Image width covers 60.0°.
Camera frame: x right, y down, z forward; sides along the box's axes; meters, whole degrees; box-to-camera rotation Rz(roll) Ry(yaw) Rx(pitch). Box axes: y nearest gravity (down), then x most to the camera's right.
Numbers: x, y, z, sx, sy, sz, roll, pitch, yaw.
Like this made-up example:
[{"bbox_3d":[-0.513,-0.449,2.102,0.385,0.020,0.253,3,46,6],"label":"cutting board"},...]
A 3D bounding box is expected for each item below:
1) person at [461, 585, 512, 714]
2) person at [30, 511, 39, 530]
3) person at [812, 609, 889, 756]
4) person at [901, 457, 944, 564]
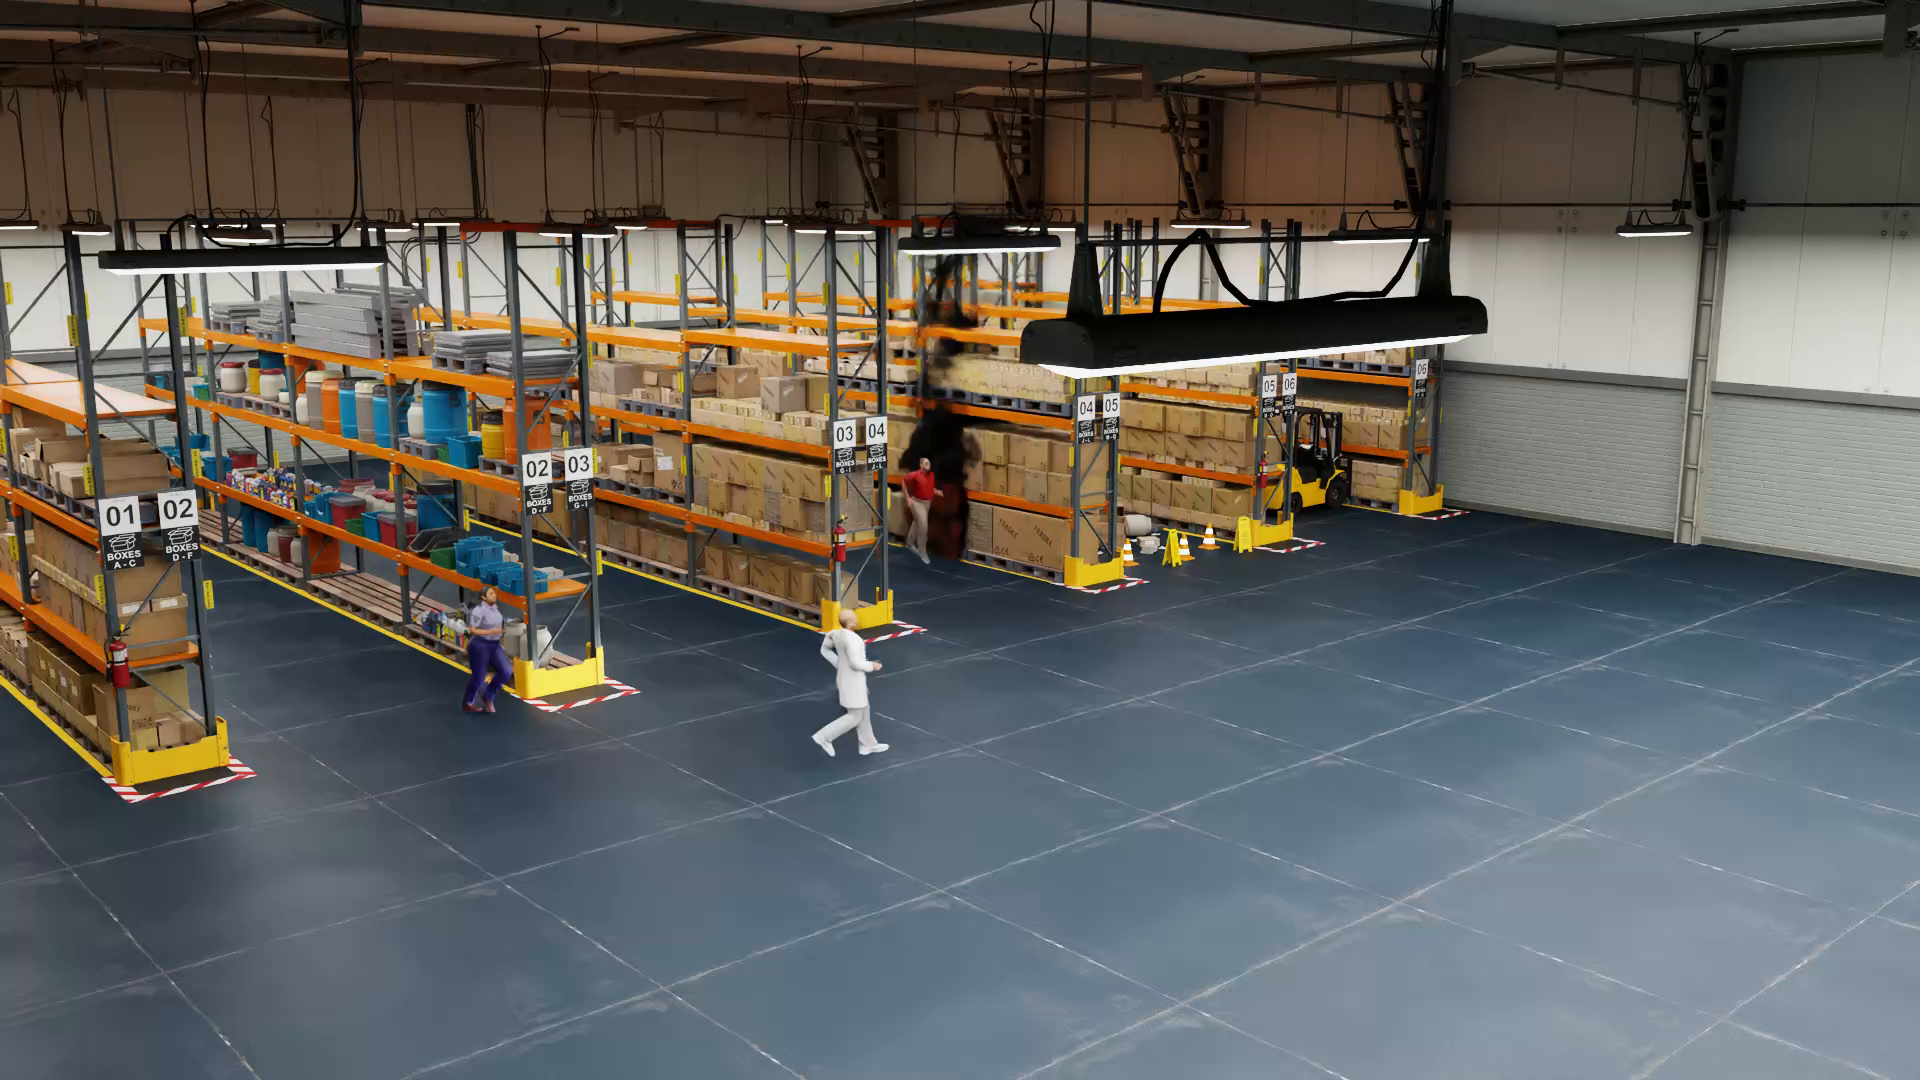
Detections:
[{"bbox_3d":[-5.933,1.389,20.968,0.663,1.658,0.607,5,12,23],"label":"person"},{"bbox_3d":[-17.079,-0.555,30.562,0.715,1.686,0.547,10,15,41],"label":"person"},{"bbox_3d":[-1.272,1.653,19.119,0.979,1.754,0.721,-5,13,-25],"label":"person"},{"bbox_3d":[-0.657,-0.530,28.952,0.854,1.848,0.573,8,14,36],"label":"person"}]
